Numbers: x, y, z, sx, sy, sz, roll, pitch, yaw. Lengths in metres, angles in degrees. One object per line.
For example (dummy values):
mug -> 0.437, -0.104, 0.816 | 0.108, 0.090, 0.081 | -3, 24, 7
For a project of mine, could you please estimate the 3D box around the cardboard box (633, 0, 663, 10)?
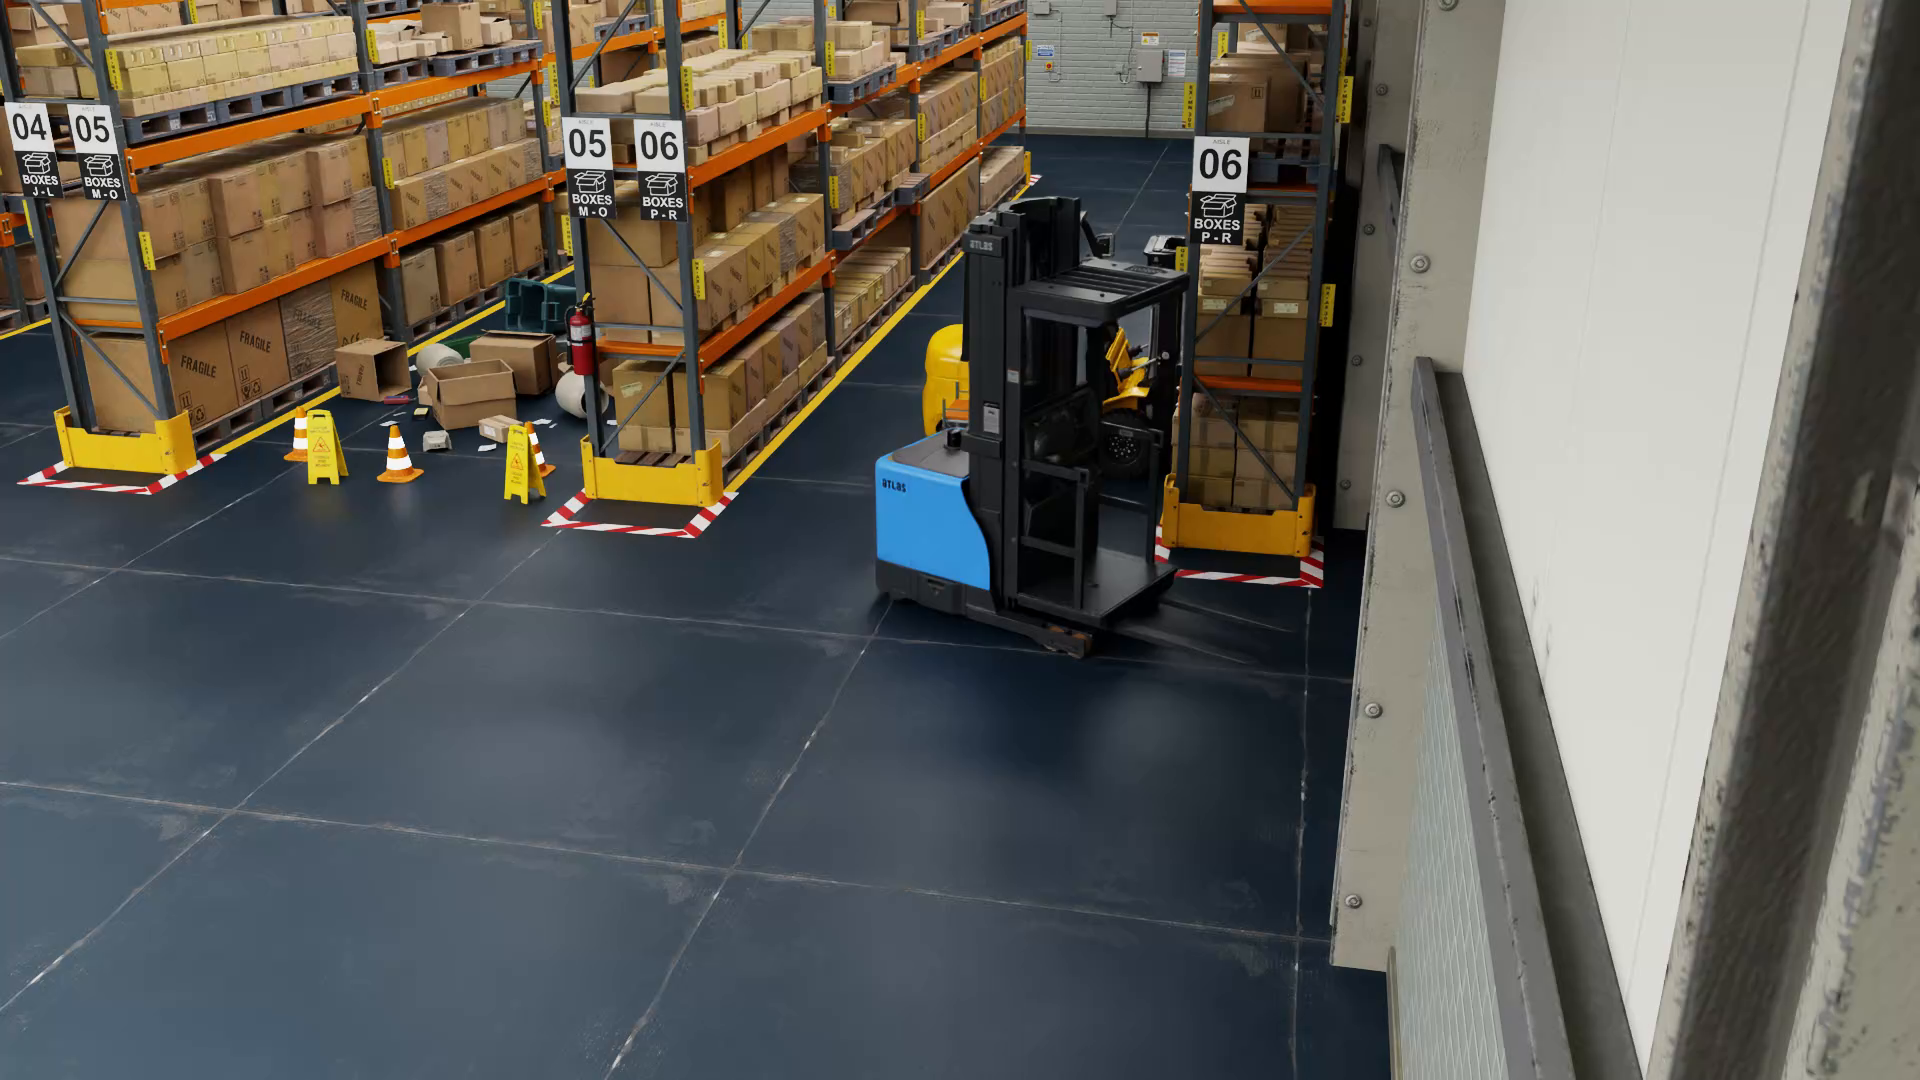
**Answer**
cardboard box -> -4.732, -8.186, 25.211 | 0.500, 0.250, 0.500 | 5, 23, 13

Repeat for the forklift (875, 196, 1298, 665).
forklift -> 0.872, -0.774, 11.383 | 3.031, 2.935, 1.130 | 15, 26, 33

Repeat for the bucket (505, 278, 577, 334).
bucket -> -4.468, -2.510, 17.948 | 0.726, 0.611, 0.620 | 13, 15, 29

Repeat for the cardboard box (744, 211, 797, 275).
cardboard box -> -1.878, -2.833, 15.870 | 0.500, 0.500, 0.500 | 5, 22, 12

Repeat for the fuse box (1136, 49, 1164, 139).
fuse box -> 3.772, -8.850, 33.068 | 0.539, 1.711, 0.414 | 4, 22, 11

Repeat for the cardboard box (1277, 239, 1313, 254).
cardboard box -> 2.861, -2.427, 13.995 | 0.380, 0.149, 0.250 | 4, 22, 10

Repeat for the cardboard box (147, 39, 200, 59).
cardboard box -> -6.978, -4.347, 14.721 | 0.380, 0.149, 0.250 | 5, 22, 11

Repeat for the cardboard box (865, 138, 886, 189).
cardboard box -> -1.144, -4.289, 18.924 | 0.500, 0.500, 0.500 | 4, 22, 9

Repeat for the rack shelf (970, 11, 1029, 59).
rack shelf -> 0.209, -7.923, 25.990 | 1.077, 0.370, 4.000 | 4, 22, 11

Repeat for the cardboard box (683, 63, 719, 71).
cardboard box -> -2.427, -4.282, 15.256 | 0.380, 0.149, 0.250 | 4, 22, 10

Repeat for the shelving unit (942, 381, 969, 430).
shelving unit -> 0.034, -0.617, 13.310 | 0.258, 1.200, 0.503 | 4, 22, 11

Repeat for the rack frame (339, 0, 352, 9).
rack frame -> -9.900, -9.672, 25.355 | 1.000, 3.000, 0.127 | 4, 22, 11

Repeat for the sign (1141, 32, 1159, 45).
sign -> 3.760, -9.911, 32.871 | 0.339, 0.242, 0.001 | 4, 22, 11

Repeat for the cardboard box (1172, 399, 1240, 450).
cardboard box -> 2.001, -0.944, 13.493 | 0.500, 0.250, 0.500 | 5, 23, 13

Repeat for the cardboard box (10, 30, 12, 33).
cardboard box -> -11.340, -5.762, 18.961 | 0.797, 0.503, 0.637 | 3, 22, 8

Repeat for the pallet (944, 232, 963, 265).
pallet -> -0.529, -4.105, 23.295 | 1.003, 0.211, 1.213 | 4, 22, 11

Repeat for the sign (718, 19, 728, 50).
sign -> -2.375, -5.063, 16.707 | 0.100, 0.325, 0.005 | 4, 22, 11

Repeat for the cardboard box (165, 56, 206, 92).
cardboard box -> -7.062, -4.130, 14.714 | 0.500, 0.250, 0.500 | 4, 22, 10

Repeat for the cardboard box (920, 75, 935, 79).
cardboard box -> -0.647, -6.317, 23.582 | 0.500, 0.500, 0.500 | 4, 22, 11

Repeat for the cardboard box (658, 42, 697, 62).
cardboard box -> -4.511, -7.642, 26.473 | 0.500, 0.500, 0.500 | 5, 22, 12

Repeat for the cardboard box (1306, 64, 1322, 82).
cardboard box -> 3.394, -4.643, 16.522 | 0.380, 0.149, 0.250 | 4, 22, 11

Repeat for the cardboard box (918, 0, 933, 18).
cardboard box -> -0.662, -7.467, 23.197 | 0.500, 0.500, 0.500 | 4, 22, 10

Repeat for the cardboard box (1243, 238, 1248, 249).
cardboard box -> 2.242, -2.475, 14.115 | 0.380, 0.149, 0.250 | 5, 22, 12

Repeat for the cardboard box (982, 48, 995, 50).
cardboard box -> 0.331, -7.512, 25.680 | 0.380, 0.149, 0.250 | 4, 22, 11

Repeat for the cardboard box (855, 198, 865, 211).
cardboard box -> -1.273, -3.756, 18.469 | 0.380, 0.149, 0.250 | 5, 22, 12

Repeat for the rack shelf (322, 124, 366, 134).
rack shelf -> -10.308, -5.825, 24.794 | 1.077, 0.370, 4.000 | 4, 22, 11

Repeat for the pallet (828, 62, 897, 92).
pallet -> -1.392, -5.110, 18.293 | 1.213, 0.211, 1.003 | 4, 22, 11

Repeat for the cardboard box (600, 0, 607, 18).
cardboard box -> -5.450, -7.714, 24.064 | 0.500, 0.311, 0.500 | 4, 22, 10

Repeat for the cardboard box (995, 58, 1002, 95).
cardboard box -> 0.360, -7.171, 25.702 | 0.500, 0.500, 0.500 | 5, 22, 12

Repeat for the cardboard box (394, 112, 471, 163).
cardboard box -> -6.291, -4.799, 19.812 | 0.700, 0.500, 0.500 | 4, 22, 10

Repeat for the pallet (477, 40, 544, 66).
pallet -> -5.961, -6.076, 20.693 | 1.213, 0.211, 1.003 | 6, 23, 13

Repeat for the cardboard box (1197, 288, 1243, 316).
cardboard box -> 2.009, -1.864, 12.995 | 0.380, 0.149, 0.250 | 5, 22, 12

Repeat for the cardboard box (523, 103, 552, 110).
cardboard box -> -5.964, -6.053, 23.376 | 0.380, 0.149, 0.250 | 6, 23, 14

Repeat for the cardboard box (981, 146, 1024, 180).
cardboard box -> 0.581, -6.354, 28.014 | 0.875, 0.438, 0.875 | 4, 22, 9

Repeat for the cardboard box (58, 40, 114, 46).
cardboard box -> -7.673, -4.306, 14.618 | 0.380, 0.149, 0.250 | 5, 22, 12

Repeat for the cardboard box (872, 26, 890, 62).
cardboard box -> -1.218, -5.763, 19.530 | 0.700, 0.500, 0.500 | 4, 22, 11

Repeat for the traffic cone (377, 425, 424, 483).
traffic cone -> -4.978, -0.785, 14.713 | 0.336, 0.463, 0.334 | 4, 22, 11

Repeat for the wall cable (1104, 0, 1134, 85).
wall cable -> 3.136, -10.029, 32.909 | 0.588, 1.984, 0.122 | 4, 22, 11

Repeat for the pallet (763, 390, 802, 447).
pallet -> -2.180, -1.219, 16.129 | 1.003, 0.211, 1.213 | 4, 22, 11

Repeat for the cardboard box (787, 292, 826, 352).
cardboard box -> -1.689, -2.239, 17.042 | 0.500, 0.500, 0.500 | 4, 22, 10

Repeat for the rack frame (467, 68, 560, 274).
rack frame -> -5.881, -5.012, 21.813 | 1.000, 3.000, 0.127 | 4, 22, 11

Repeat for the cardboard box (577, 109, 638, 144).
cardboard box -> -2.807, -3.413, 13.631 | 0.500, 0.250, 0.500 | 4, 22, 10

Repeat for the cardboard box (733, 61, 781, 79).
cardboard box -> -1.879, -4.338, 15.395 | 0.380, 0.149, 0.250 | 4, 22, 10

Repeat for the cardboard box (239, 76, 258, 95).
cardboard box -> -6.821, -4.258, 15.566 | 0.380, 0.149, 0.250 | 5, 22, 11

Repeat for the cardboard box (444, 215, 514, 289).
cardboard box -> -6.269, -3.627, 20.824 | 1.050, 0.750, 0.750 | 5, 22, 12

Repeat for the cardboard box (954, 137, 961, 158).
cardboard box -> -0.270, -5.512, 23.256 | 0.500, 0.250, 0.500 | 4, 22, 9

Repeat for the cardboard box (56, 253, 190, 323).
cardboard box -> -7.482, -2.295, 14.866 | 0.875, 0.550, 0.550 | 4, 22, 11

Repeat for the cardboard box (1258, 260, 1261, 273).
cardboard box -> 2.367, -2.176, 14.638 | 0.500, 0.500, 0.500 | 5, 22, 11

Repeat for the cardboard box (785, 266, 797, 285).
cardboard box -> -1.802, -2.579, 16.109 | 0.380, 0.149, 0.250 | 4, 22, 10

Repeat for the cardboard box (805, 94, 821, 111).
cardboard box -> -1.596, -4.345, 16.477 | 0.380, 0.149, 0.250 | 5, 22, 11

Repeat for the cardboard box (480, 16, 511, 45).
cardboard box -> -5.801, -6.198, 20.166 | 0.500, 0.311, 0.500 | 4, 22, 11

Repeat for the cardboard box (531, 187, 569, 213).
cardboard box -> -5.504, -4.629, 22.642 | 0.500, 0.250, 0.500 | 3, 22, 8

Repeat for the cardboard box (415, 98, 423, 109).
cardboard box -> -9.250, -7.330, 27.905 | 0.380, 0.149, 0.250 | 5, 22, 12

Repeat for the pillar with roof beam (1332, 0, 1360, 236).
pillar with roof beam -> 1.471, -9.054, 23.820 | 9.100, 9.000, 0.400 | 4, 22, 11

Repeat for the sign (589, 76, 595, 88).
sign -> -5.598, -6.915, 25.379 | 0.100, 0.325, 0.005 | 4, 22, 11
